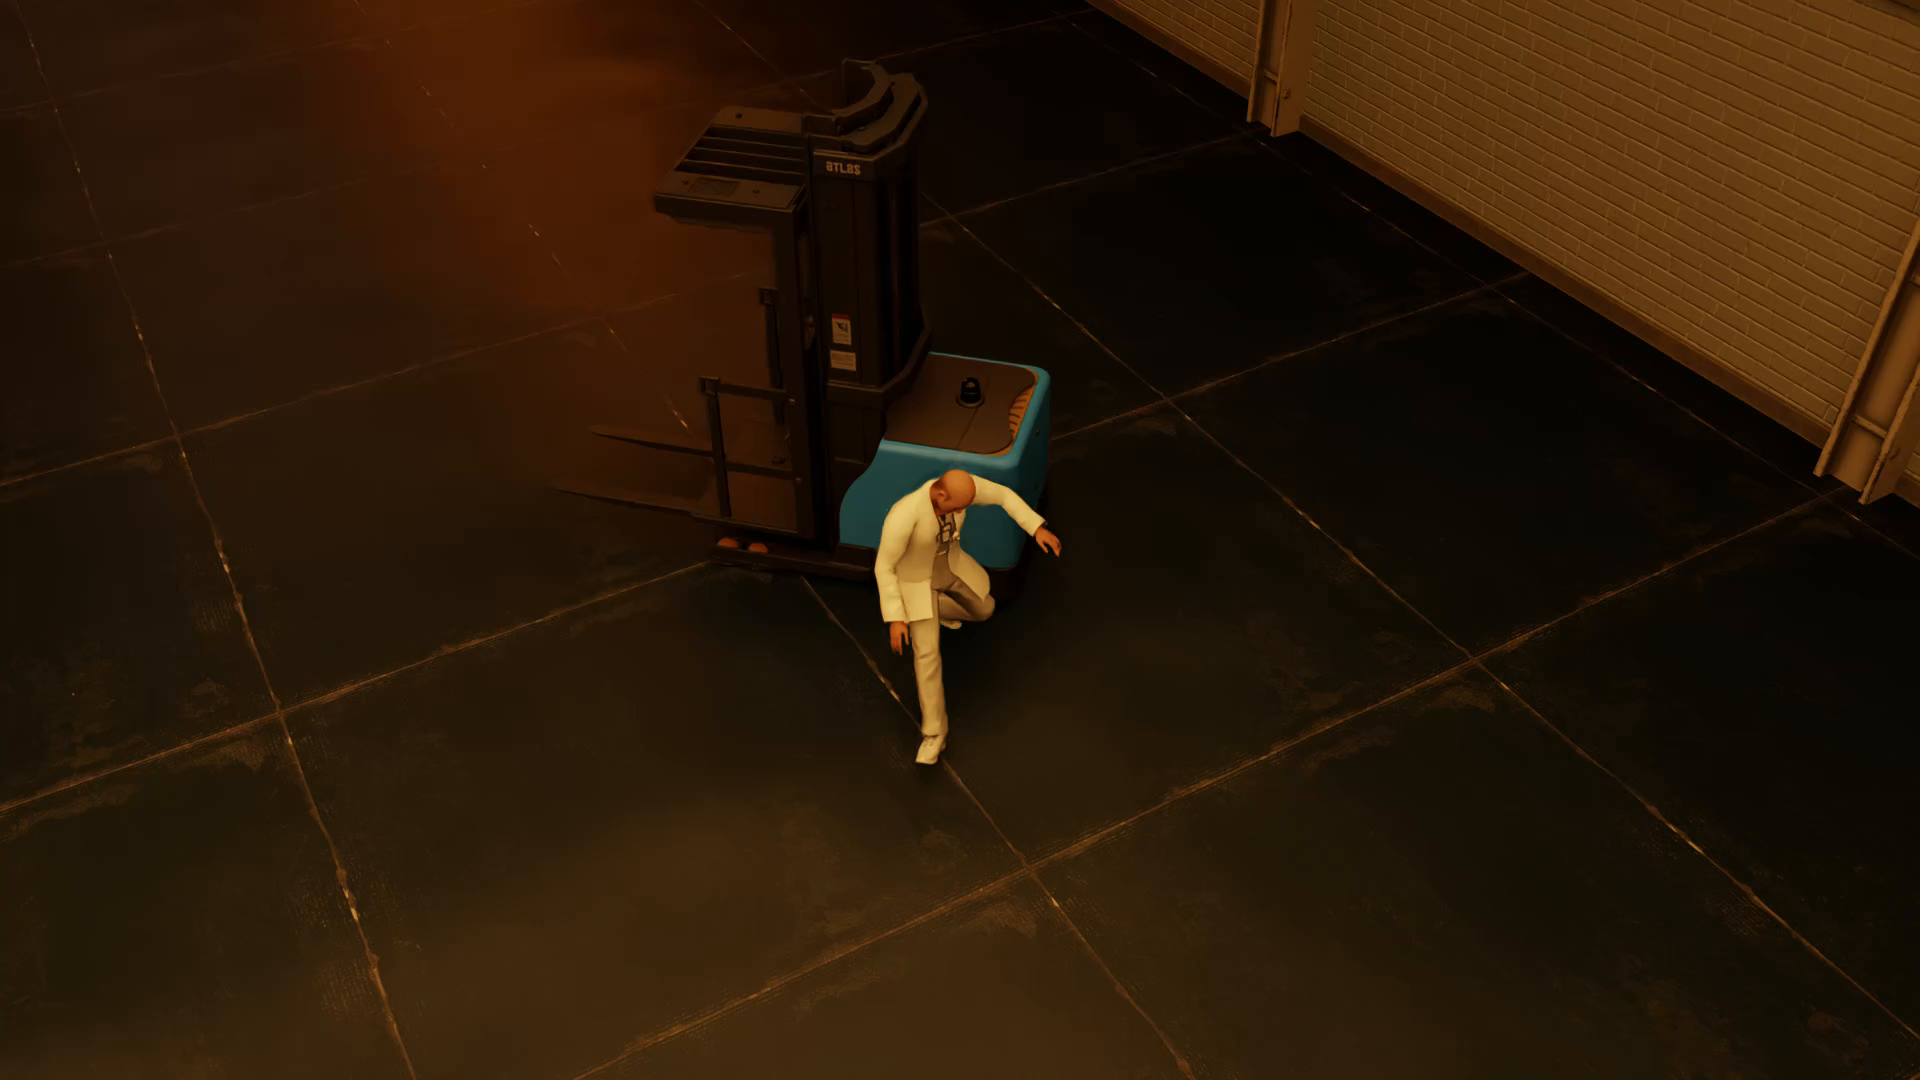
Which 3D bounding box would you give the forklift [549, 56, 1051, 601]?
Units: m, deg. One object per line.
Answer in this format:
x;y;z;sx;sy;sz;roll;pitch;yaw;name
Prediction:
-1.021;-1.262;9.557;3.031;2.935;1.130;9;41;11;forklift

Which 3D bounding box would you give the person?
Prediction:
-0.104;0.293;8.905;1.105;1.562;1.115;-27;47;-29;person
